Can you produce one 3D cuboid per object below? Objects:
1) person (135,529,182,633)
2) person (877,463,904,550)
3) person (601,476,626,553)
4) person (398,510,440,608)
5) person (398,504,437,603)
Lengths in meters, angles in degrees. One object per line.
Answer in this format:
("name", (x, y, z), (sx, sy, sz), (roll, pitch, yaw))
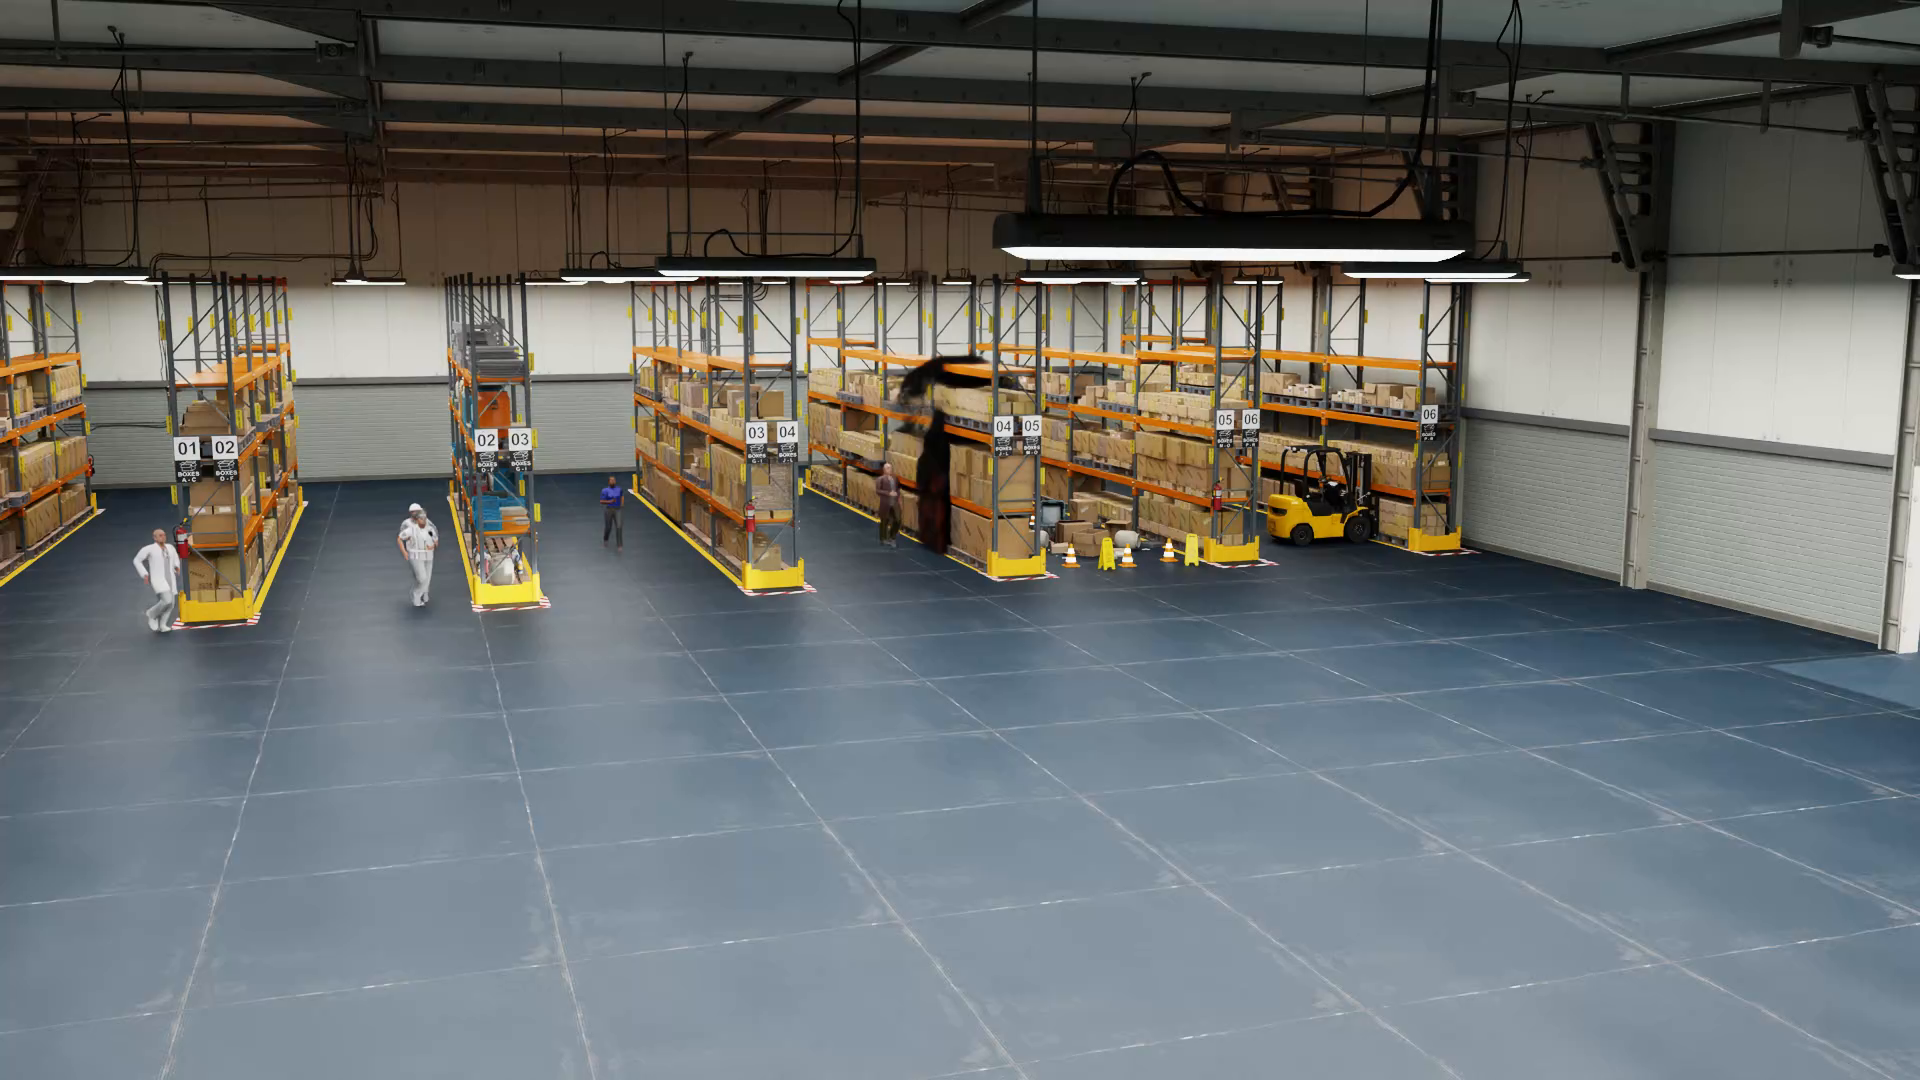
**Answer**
("person", (-13.257, 0.678, 27.752), (0.673, 1.728, 0.689), (4, 10, 27))
("person", (-1.449, -0.705, 35.073), (0.674, 1.857, 0.746), (-5, 10, -29))
("person", (-7.556, -0.574, 36.307), (0.580, 1.636, 0.931), (-4, 10, -25))
("person", (-9.712, 0.339, 30.099), (0.646, 1.769, 0.653), (7, 11, 40))
("person", (-10.047, 0.195, 30.833), (0.685, 1.758, 0.925), (-2, 9, -15))
